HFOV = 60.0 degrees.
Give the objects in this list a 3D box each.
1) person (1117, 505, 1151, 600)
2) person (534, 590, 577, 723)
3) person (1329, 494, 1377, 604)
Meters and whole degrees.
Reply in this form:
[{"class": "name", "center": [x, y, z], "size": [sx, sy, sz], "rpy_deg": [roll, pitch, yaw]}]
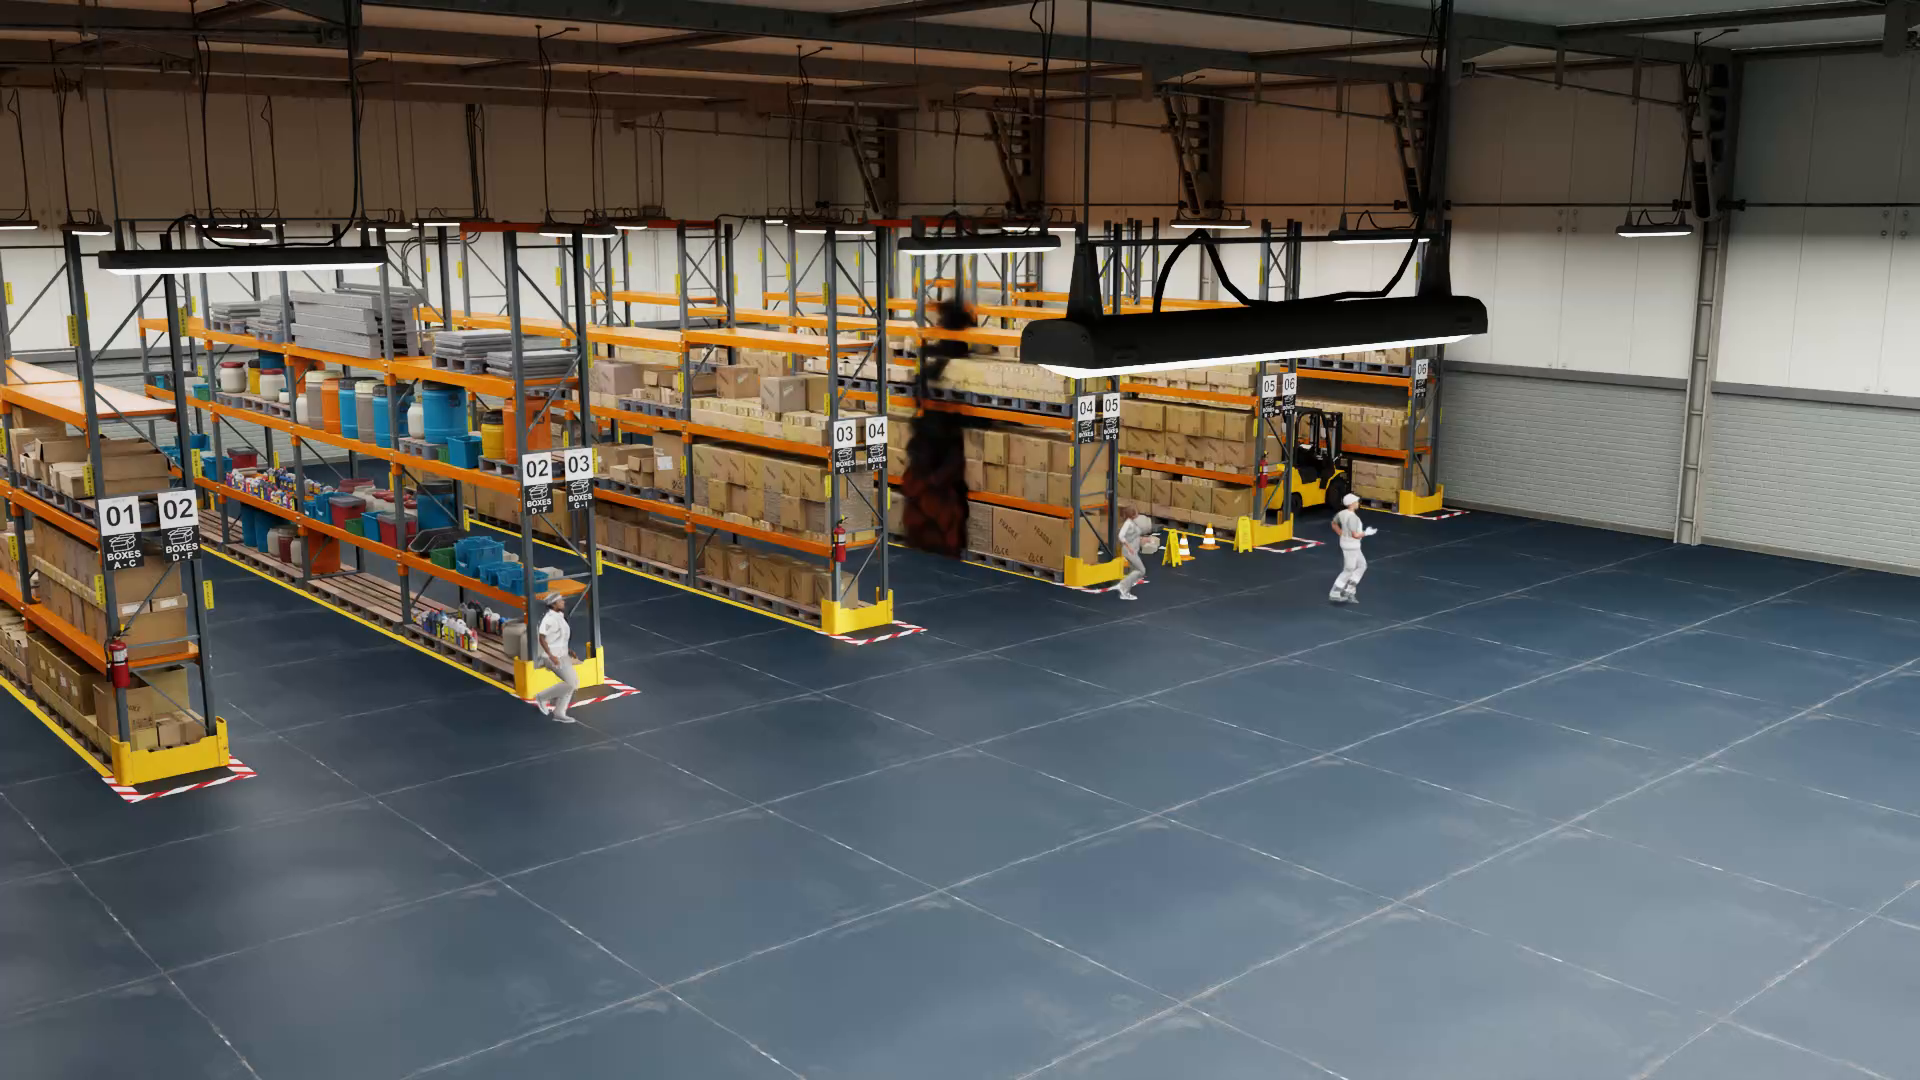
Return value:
[{"class": "person", "center": [2.819, 0.209, 26.888], "size": [0.521, 1.557, 0.549], "rpy_deg": [2, 12, 11]}, {"class": "person", "center": [-4.978, 1.428, 20.691], "size": [0.464, 1.619, 0.613], "rpy_deg": [0, 11, -1]}, {"class": "person", "center": [6.275, 0.157, 26.596], "size": [0.694, 1.823, 0.631], "rpy_deg": [1, 11, 3]}]
